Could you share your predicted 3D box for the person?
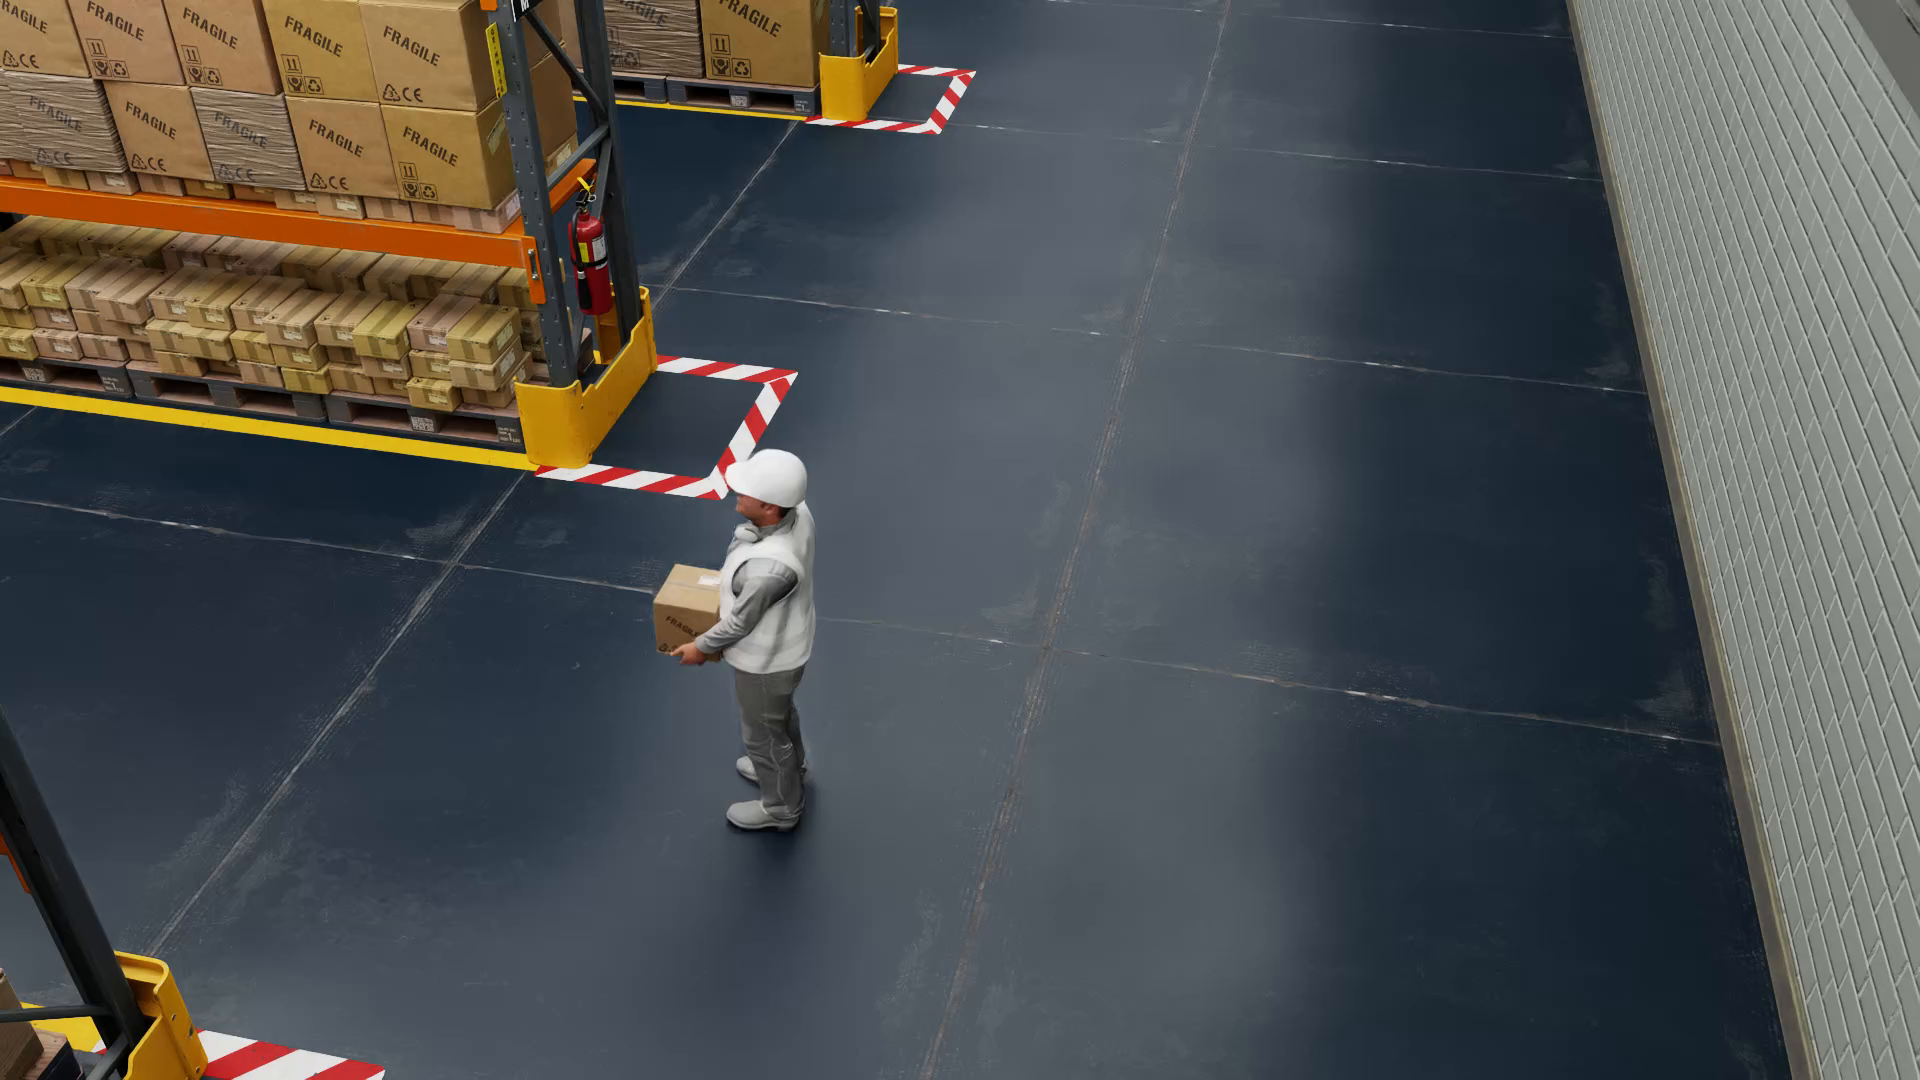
[{"bbox_3d":[-0.818,0.390,6.410,0.545,1.775,0.519,2,36,2],"label":"person"}]
